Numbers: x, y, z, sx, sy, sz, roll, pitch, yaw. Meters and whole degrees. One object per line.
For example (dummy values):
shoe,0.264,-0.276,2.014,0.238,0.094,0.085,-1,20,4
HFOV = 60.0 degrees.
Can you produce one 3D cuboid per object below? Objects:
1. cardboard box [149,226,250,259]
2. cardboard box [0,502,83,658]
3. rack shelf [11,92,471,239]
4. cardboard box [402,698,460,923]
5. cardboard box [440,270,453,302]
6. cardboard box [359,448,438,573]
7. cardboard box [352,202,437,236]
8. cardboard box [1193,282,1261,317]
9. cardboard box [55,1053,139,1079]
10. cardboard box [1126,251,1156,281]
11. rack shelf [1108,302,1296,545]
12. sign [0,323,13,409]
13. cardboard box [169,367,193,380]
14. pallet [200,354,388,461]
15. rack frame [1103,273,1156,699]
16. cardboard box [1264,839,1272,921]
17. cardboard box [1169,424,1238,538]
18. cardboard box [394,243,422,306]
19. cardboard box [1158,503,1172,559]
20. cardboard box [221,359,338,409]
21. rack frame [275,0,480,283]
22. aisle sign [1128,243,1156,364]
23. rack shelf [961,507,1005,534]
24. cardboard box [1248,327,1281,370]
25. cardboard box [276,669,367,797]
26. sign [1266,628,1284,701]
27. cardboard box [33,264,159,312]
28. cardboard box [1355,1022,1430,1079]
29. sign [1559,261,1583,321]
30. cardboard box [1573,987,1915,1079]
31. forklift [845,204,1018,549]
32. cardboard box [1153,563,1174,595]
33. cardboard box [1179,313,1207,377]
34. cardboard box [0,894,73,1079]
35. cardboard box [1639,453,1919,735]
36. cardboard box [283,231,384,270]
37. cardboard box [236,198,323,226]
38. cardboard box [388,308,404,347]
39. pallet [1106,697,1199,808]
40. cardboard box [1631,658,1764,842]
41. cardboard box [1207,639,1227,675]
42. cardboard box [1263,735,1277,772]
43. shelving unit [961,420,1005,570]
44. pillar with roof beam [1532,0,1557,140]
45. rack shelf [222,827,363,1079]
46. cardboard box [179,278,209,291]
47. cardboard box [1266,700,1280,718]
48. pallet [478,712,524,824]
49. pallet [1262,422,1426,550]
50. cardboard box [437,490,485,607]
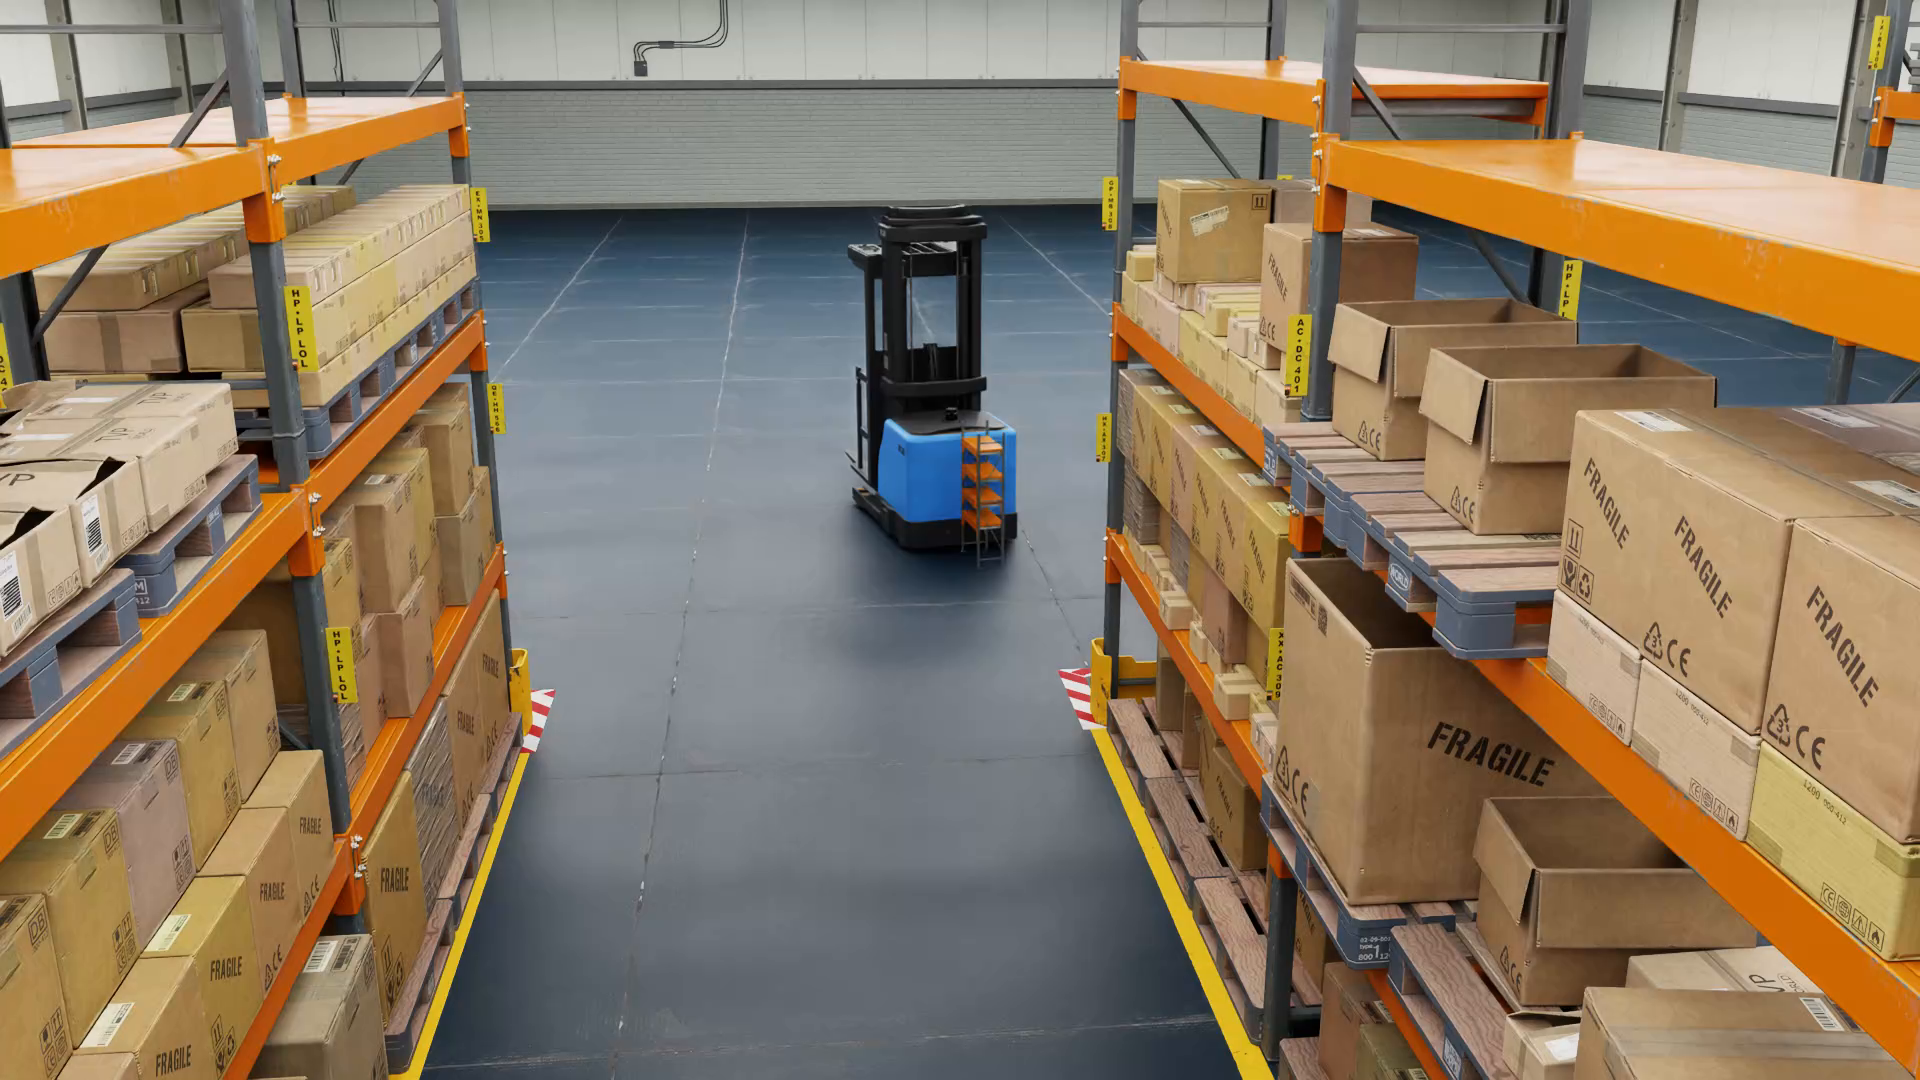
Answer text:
cardboard box,-3.534,-1.371,7.748,0.380,0.149,0.250,-2,18,-6
cardboard box,-2.598,0.074,4.205,0.500,0.311,0.500,-2,18,-7
rack shelf,-3.256,-1.880,8.011,1.077,0.370,4.000,-2,18,-6
cardboard box,-3.142,1.399,8.558,0.875,0.875,0.875,-2,18,-5
cardboard box,-3.013,-1.392,9.145,0.380,0.149,0.250,-2,18,-5
cardboard box,-3.208,-0.137,8.552,0.875,0.550,0.500,-2,18,-6
cardboard box,-2.987,-1.695,8.782,0.380,0.149,0.250,-2,18,-5
cardboard box,1.452,-1.270,8.792,0.380,0.149,0.250,-2,18,-6
cardboard box,-2.522,1.744,4.446,0.500,0.500,0.500,-2,18,-6
cardboard box,1.210,-1.651,10.006,0.380,0.149,0.250,-1,17,-4
rack shelf,1.688,-0.763,8.792,1.077,0.370,4.000,-2,18,-6
sign,-3.602,-0.654,6.249,0.100,0.325,0.005,-2,18,-6
cardboard box,-3.432,-0.689,6.908,0.380,0.149,0.250,-1,17,-5
pallet,-3.124,-0.589,7.185,1.003,0.211,1.213,-2,18,-6
rack frame,1.481,-0.271,11.032,1.000,3.000,0.127,-2,18,-6
cardboard box,1.826,1.622,8.474,0.500,0.500,0.500,4,18,12
cardboard box,1.422,-0.318,8.850,0.500,0.500,0.500,-2,18,-6
cardboard box,-2.981,-1.311,8.224,0.500,0.250,0.500,-2,18,-5
cardboard box,1.682,-0.151,9.985,0.875,0.500,0.500,-2,18,-6
cardboard box,-2.749,-0.634,6.733,0.380,0.149,0.250,-2,18,-7
rack frame,-3.463,-3.010,9.741,1.000,3.000,0.127,-2,18,-6
aisle sign,1.176,-1.520,10.672,0.394,0.787,0.004,-2,18,-6
rack shelf,0.198,-0.144,14.521,0.258,0.148,0.480,-5,18,-15
cardboard box,1.524,-0.871,7.522,0.380,0.149,0.250,-3,18,-8
cardboard box,-3.100,0.863,7.170,0.875,0.550,0.550,-2,18,-6
sign,1.355,0.527,7.046,0.100,0.325,0.005,-2,18,-6
cardboard box,-3.405,-0.995,6.551,0.380,0.149,0.250,-2,18,-6
cardboard box,1.966,2.230,6.505,0.700,0.500,0.500,-2,18,-6
sign,2.446,-0.963,6.708,0.100,0.325,0.005,-2,18,-6
cardboard box,2.054,1.542,4.391,0.700,0.500,0.500,1,17,3
forklift,-0.417,-1.724,15.776,1.130,2.935,3.031,-5,18,-17
cardboard box,1.356,0.240,9.825,0.380,0.149,0.250,-2,18,-6
cardboard box,1.439,-1.023,8.670,0.500,0.250,0.500,-1,17,-4
cardboard box,-2.783,1.274,4.277,0.700,0.500,0.500,-2,18,-6
cardboard box,1.945,0.108,3.815,0.500,0.500,0.500,-2,18,-6
cardboard box,-2.857,-1.318,7.581,0.380,0.149,0.250,-2,17,-5
cardboard box,-3.668,-1.752,8.962,0.380,0.149,0.250,-2,17,-5
cardboard box,-2.883,-1.014,7.942,0.380,0.149,0.250,-2,18,-6
pallet,1.538,1.325,10.603,1.003,0.211,1.213,-2,18,-6
cardboard box,1.949,0.472,3.910,0.500,0.250,0.500,-2,18,-6
cardboard box,1.500,0.612,8.640,0.380,0.149,0.250,-2,18,-6
cardboard box,1.579,0.986,7.449,0.380,0.149,0.250,-2,18,-6
shelving unit,0.198,-0.398,14.441,0.258,1.200,0.503,-5,18,-15
pillar with roof beam,9.818,-12.215,39.063,9.100,9.000,0.400,-2,18,-6
rack shelf,-2.844,1.983,5.054,1.077,0.370,4.000,-2,18,-6
cardboard box,-3.408,-0.995,7.216,0.500,0.250,0.500,-2,18,-6
cardboard box,1.909,0.595,7.610,0.875,0.500,0.500,-2,18,-6
pallet,-3.302,1.419,10.306,1.003,0.211,1.213,-2,18,-6
pallet,1.852,-0.233,6.218,1.213,0.211,1.003,-2,18,-6
cardboard box,-3.301,0.053,9.750,0.875,0.550,0.550,-2,18,-6
